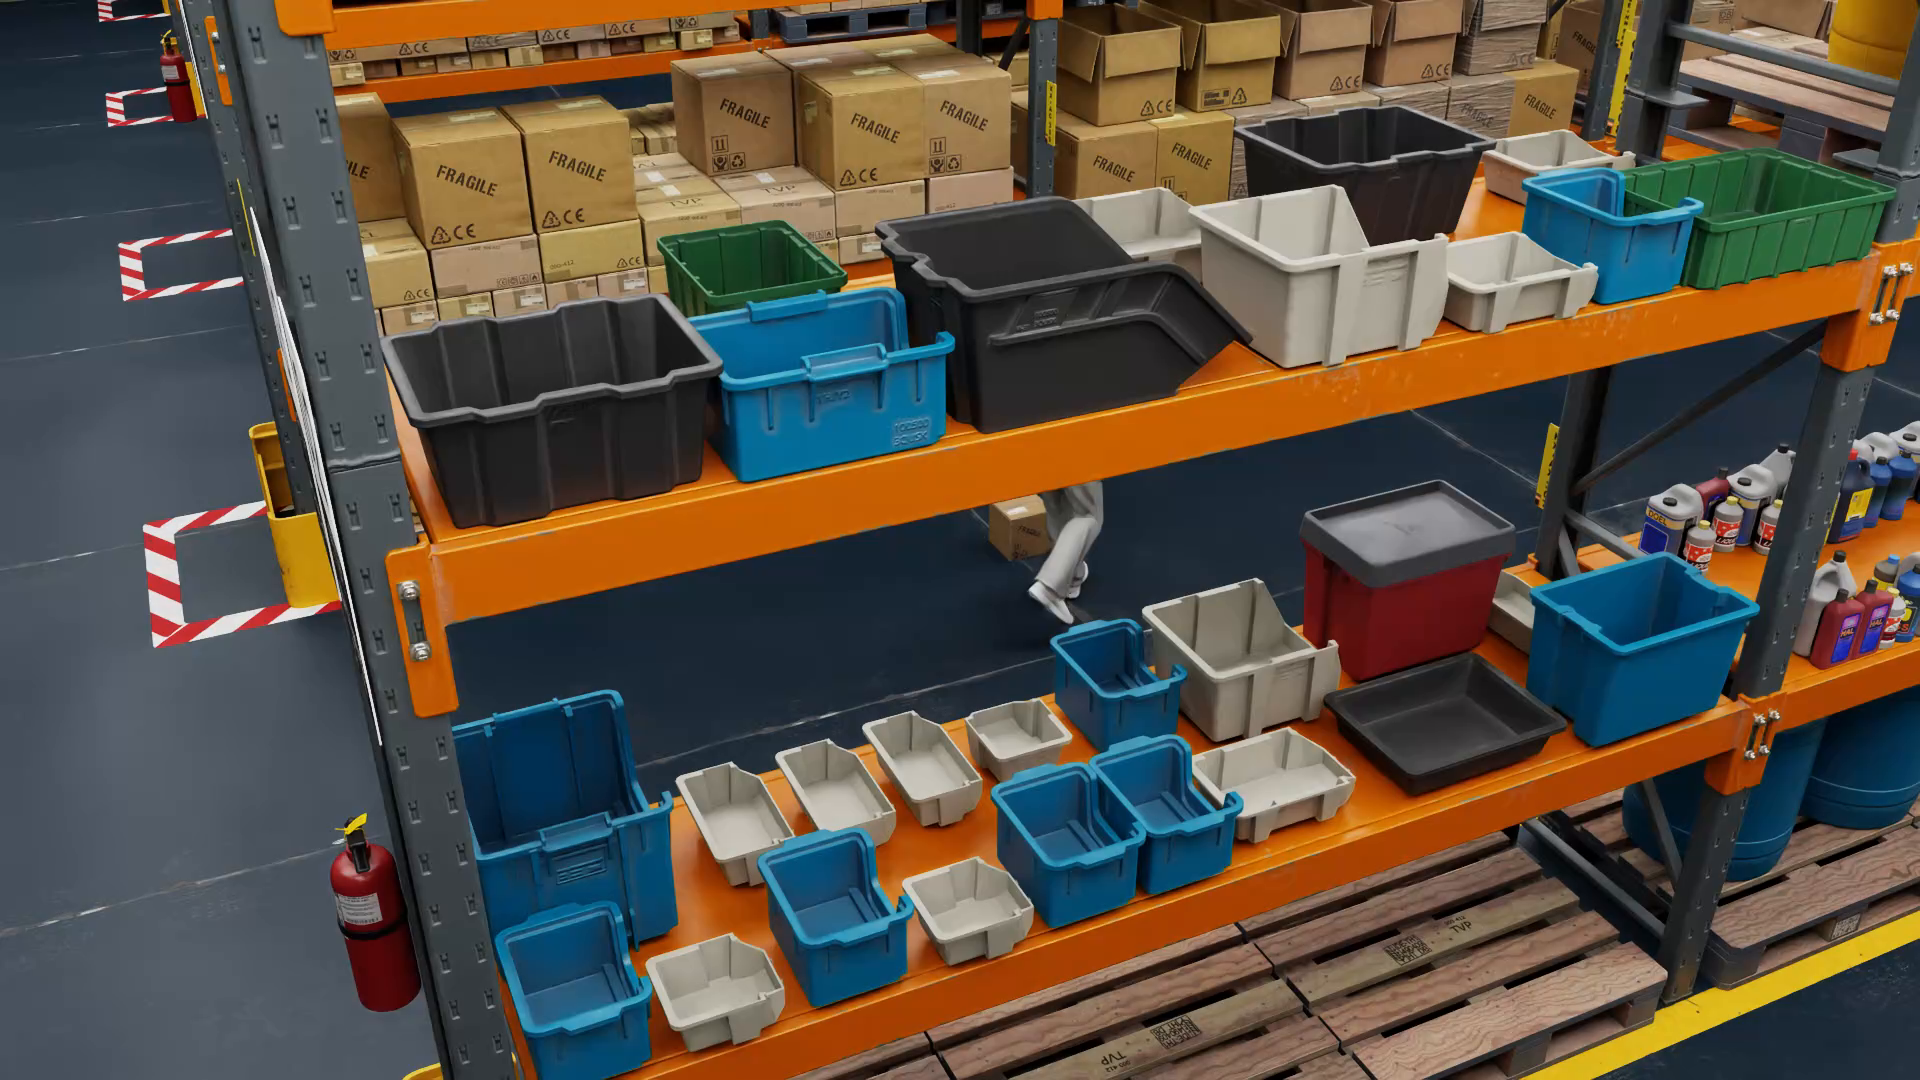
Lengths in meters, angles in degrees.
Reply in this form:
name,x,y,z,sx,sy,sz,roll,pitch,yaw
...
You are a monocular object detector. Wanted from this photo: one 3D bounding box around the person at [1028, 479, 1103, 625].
name,x,y,z,sx,sy,sz,roll,pitch,yaw
person,0.463,-0.398,7.817,0.513,1.661,0.767,11,31,19
